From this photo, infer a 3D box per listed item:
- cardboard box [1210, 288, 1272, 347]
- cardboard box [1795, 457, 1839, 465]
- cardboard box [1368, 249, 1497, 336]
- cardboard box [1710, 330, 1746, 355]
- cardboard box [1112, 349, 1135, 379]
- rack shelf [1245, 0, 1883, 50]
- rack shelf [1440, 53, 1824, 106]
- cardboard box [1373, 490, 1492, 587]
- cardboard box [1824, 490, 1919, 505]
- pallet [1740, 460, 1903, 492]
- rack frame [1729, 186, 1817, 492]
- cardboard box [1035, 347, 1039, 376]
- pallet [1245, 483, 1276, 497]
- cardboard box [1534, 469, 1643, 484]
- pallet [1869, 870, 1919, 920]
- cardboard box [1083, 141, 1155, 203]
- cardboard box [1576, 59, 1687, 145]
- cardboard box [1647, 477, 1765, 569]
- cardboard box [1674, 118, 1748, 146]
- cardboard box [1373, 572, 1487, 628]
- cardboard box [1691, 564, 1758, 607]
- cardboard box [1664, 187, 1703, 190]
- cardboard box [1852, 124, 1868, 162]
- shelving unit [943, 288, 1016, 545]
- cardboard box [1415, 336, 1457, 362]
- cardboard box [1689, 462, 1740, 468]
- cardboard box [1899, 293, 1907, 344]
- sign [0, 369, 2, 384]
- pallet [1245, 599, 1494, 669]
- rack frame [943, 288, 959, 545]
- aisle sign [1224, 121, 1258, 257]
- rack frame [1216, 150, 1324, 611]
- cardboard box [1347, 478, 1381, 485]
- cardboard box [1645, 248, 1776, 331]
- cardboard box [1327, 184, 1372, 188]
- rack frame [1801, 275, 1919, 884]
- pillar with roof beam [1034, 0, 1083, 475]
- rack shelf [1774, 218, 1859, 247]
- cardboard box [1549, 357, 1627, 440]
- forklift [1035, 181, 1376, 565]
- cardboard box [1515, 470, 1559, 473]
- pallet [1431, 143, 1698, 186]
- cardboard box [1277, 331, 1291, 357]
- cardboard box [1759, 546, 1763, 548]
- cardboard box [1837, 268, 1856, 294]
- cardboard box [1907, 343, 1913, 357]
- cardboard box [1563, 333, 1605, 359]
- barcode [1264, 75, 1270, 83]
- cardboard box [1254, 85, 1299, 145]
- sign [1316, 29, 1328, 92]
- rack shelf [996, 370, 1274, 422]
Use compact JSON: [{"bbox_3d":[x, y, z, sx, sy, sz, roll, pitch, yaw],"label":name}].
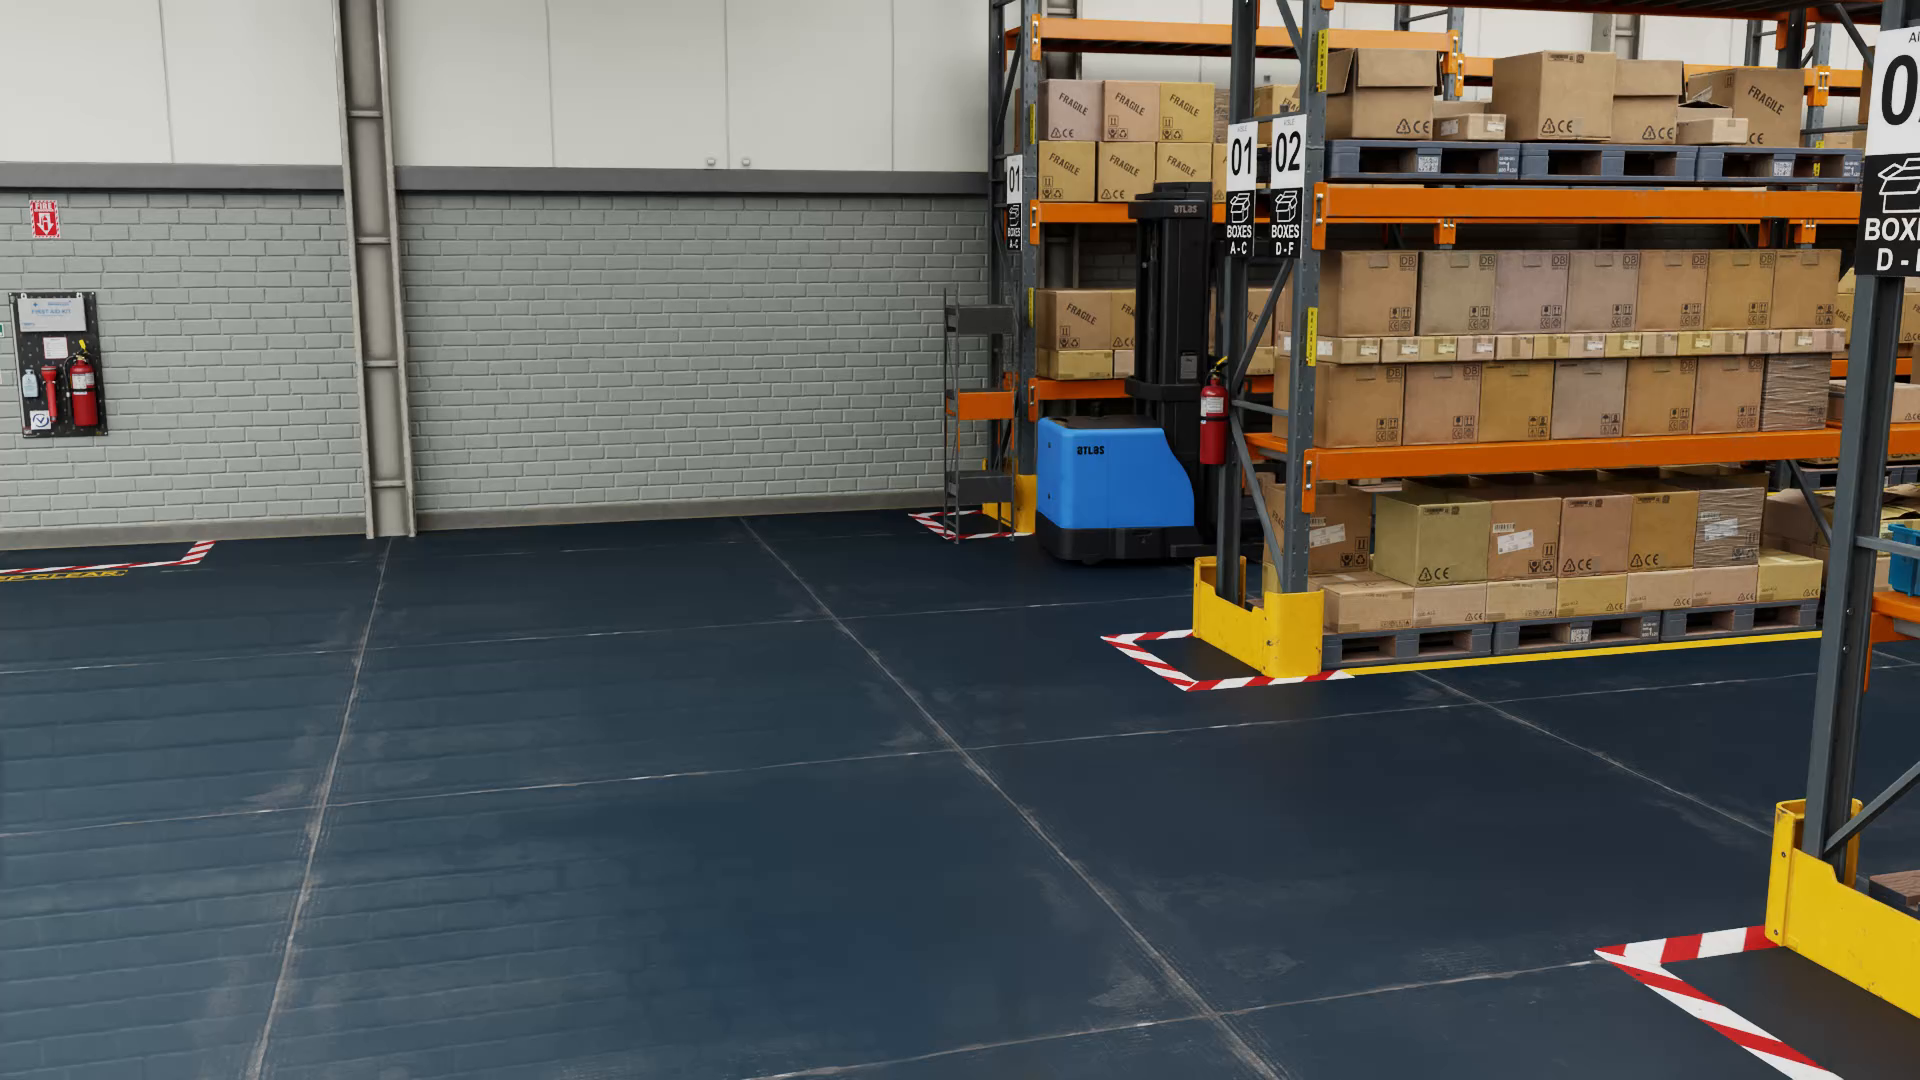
[{"bbox_3d":[2.457,-1.993,14.876,0.500,0.500,0.500,-3,11,-14],"label":"cardboard box"},{"bbox_3d":[8.871,-1.208,17.103,0.750,0.750,0.750,-3,11,-17],"label":"cardboard box"},{"bbox_3d":[2.842,-1.518,10.146,0.500,0.500,0.700,-3,11,-17],"label":"cardboard box"},{"bbox_3d":[4.734,-1.259,10.534,0.250,0.149,0.380,-3,11,-16],"label":"cardboard box"},{"bbox_3d":[1.499,-1.574,14.671,0.500,0.250,0.500,-3,11,-18],"label":"cardboard box"},{"bbox_3d":[3.756,-3.280,10.100,4.000,0.370,1.077,-3,11,-16],"label":"rack shelf"},{"bbox_3d":[6.208,-4.343,15.877,4.000,0.370,1.077,-3,11,-16],"label":"rack shelf"},{"bbox_3d":[2.892,-0.016,10.212,0.500,0.500,0.500,-3,11,-16],"label":"cardboard box"},{"bbox_3d":[6.483,-0.209,11.783,0.500,0.311,0.500,-3,11,-14],"label":"cardboard box"},{"bbox_3d":[8.907,-0.700,17.266,1.213,0.211,1.003,-3,11,-16],"label":"pallet"},{"bbox_3d":[8.129,-2.045,16.868,0.127,3.000,1.000,-3,11,-16],"label":"rack frame"},{"bbox_3d":[0.842,-1.633,14.992,0.500,0.250,0.500,-3,11,-15],"label":"cardboard box"},{"bbox_3d":[2.480,-0.368,15.464,1.213,0.211,1.003,-3,11,-16],"label":"pallet"},{"bbox_3d":[4.183,-0.185,11.128,0.500,0.500,0.500,-3,11,-16],"label":"cardboard box"},{"bbox_3d":[4.058,1.402,5.850,1.213,0.211,1.003,-3,11,-16],"label":"pallet"},{"bbox_3d":[1.364,-3.168,14.356,0.500,0.500,0.500,-2,11,-12],"label":"cardboard box"},{"bbox_3d":[4.060,-2.721,10.427,0.637,0.503,0.797,-2,11,-10],"label":"cardboard box"},{"bbox_3d":[4.809,-0.120,10.775,0.500,0.500,0.500,-3,11,-16],"label":"cardboard box"},{"bbox_3d":[4.594,-2.500,10.203,0.250,0.149,0.380,-3,11,-16],"label":"cardboard box"},{"bbox_3d":[2.892,0.352,10.282,0.500,0.250,0.500,-3,11,-16],"label":"cardboard box"},{"bbox_3d":[4.809,0.250,10.841,0.500,0.250,0.500,-3,11,-16],"label":"cardboard box"},{"bbox_3d":[6.858,-3.531,16.317,0.637,0.503,0.797,-1,11,-8],"label":"cardboard box"},{"bbox_3d":[6.270,-2.619,10.956,0.500,0.250,0.500,-2,11,-10],"label":"cardboard box"},{"bbox_3d":[0.159,-1.041,13.902,0.503,2.100,0.431,-3,11,-16],"label":"shelving unit"},{"bbox_3d":[2.765,-1.156,9.972,0.250,0.149,0.380,-3,11,-16],"label":"cardboard box"},{"bbox_3d":[7.452,-0.986,16.807,0.500,0.500,0.700,-3,11,-15],"label":"cardboard box"},{"bbox_3d":[9.172,-2.255,16.857,0.500,0.500,0.500,-3,11,-14],"label":"cardboard box"},{"bbox_3d":[-7.826,-1.411,13.328,0.234,0.329,0.001,-3,11,-16],"label":"sign"},{"bbox_3d":[2.558,0.546,10.495,1.213,0.211,1.003,-3,11,-16],"label":"pallet"},{"bbox_3d":[-0.075,-1.029,13.834,0.015,2.100,0.400,-3,11,-16],"label":"rack frame"},{"bbox_3d":[1.690,-2.105,10.016,0.004,0.787,0.394,-3,11,-16],"label":"aisle sign"},{"bbox_3d":[1.836,-0.779,9.992,0.127,3.000,1.000,-3,11,-16],"label":"rack frame"},{"bbox_3d":[3.783,-0.633,15.810,0.250,0.166,0.380,-5,11,-23],"label":"cardboard box"},{"bbox_3d":[4.767,-1.619,10.697,0.500,0.500,0.700,-3,11,-16],"label":"cardboard box"},{"bbox_3d":[3.383,-3.285,14.987,0.500,0.500,0.500,-4,11,-21],"label":"cardboard box"},{"bbox_3d":[3.216,0.082,5.314,0.127,3.000,1.000,-3,11,-16],"label":"rack frame"},{"bbox_3d":[2.081,-4.028,11.070,0.400,9.000,9.100,-3,11,-16],"label":"pillar with roof beam"},{"bbox_3d":[7.596,-2.204,11.435,4.000,0.370,1.077,-3,11,-16],"label":"rack shelf"},{"bbox_3d":[3.773,-0.928,10.528,0.500,0.500,0.700,-3,11,-14],"label":"cardboard box"},{"bbox_3d":[2.184,-1.351,13.287,3.031,2.935,1.130,-2,11,-9],"label":"forklift"},{"bbox_3d":[5.472,-0.904,16.363,0.500,0.500,0.700,-3,11,-17],"label":"cardboard box"},{"bbox_3d":[3.695,-2.304,10.238,1.213,0.211,1.003,-3,11,-16],"label":"pallet"},{"bbox_3d":[2.149,-1.200,10.210,0.250,0.149,0.380,-3,11,-17],"label":"cardboard box"},{"bbox_3d":[5.146,0.135,11.462,0.500,0.250,0.500,-3,11,-16],"label":"cardboard box"},{"bbox_3d":[8.664,-2.598,16.652,0.500,0.250,0.500,-3,11,-15],"label":"cardboard box"},{"bbox_3d":[9.737,-1.977,17.141,0.250,0.149,0.380,-3,11,-15],"label":"cardboard box"},{"bbox_3d":[3.749,-1.207,10.251,0.250,0.149,0.380,-3,11,-15],"label":"cardboard box"},{"bbox_3d":[2.833,-4.256,15.349,0.075,0.075,0.001,-3,11,-16],"label":"barcode"},{"bbox_3d":[2.861,-3.738,14.688,0.500,0.500,0.500,-3,11,-18],"label":"cardboard box"},{"bbox_3d":[1.985,-2.626,9.109,0.005,0.325,0.100,-3,11,-16],"label":"sign"},{"bbox_3d":[2.368,-1.387,15.284,4.000,0.370,1.077,-3,11,-16],"label":"rack shelf"}]
